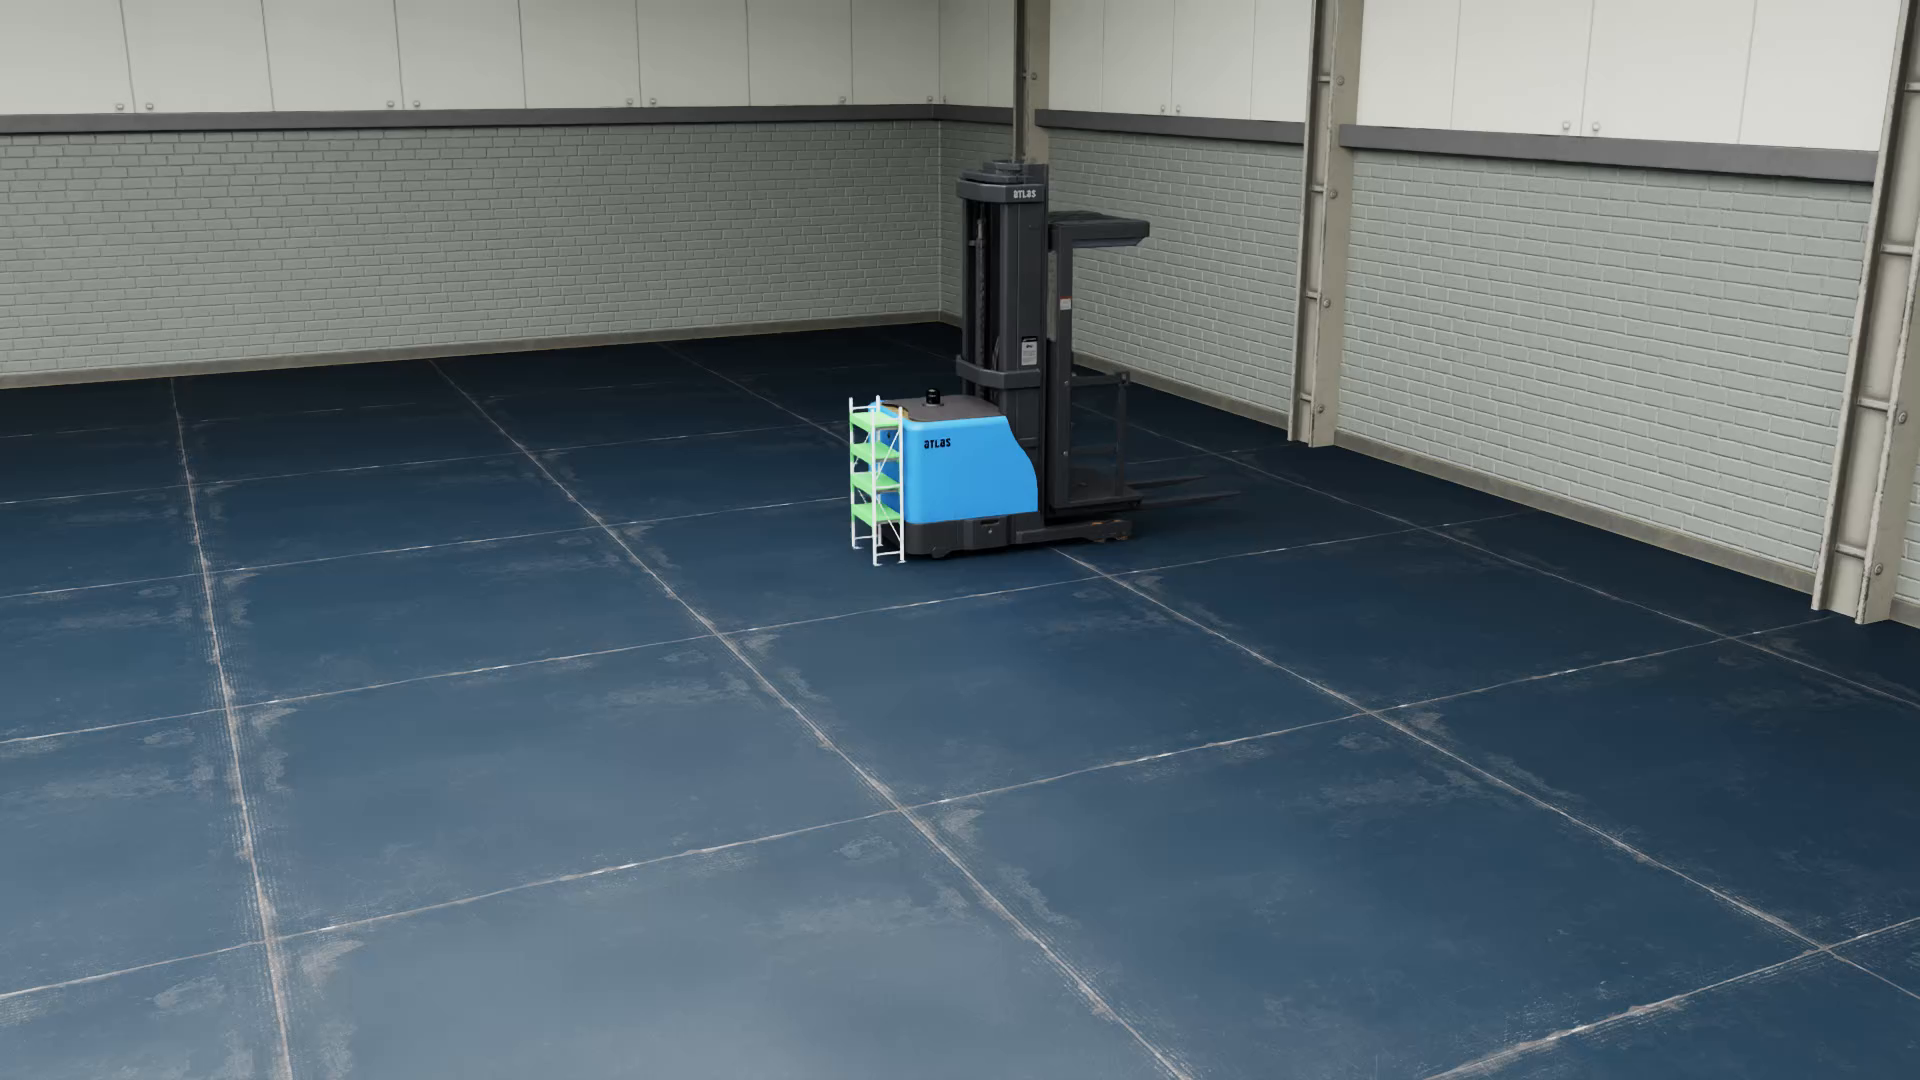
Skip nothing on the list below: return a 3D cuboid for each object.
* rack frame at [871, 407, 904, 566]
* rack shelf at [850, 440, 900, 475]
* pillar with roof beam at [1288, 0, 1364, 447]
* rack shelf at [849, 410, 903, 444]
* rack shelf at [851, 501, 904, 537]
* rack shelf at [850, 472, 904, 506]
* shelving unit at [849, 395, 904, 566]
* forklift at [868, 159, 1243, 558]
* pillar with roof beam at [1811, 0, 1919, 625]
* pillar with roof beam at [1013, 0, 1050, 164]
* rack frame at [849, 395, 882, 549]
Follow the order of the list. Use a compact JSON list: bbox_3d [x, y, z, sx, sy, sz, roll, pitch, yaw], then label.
[{"bbox_3d":[-0.542,-0.395,12.452,0.240,1.200,0.015,-7,17,-22],"label":"rack frame"},{"bbox_3d":[-0.637,-0.626,12.620,0.258,0.148,0.480,-7,17,-22],"label":"rack shelf"},{"bbox_3d":[-0.344,-4.788,13.620,9.100,9.000,0.400,-8,18,-25],"label":"pillar with roof beam"},{"bbox_3d":[-0.637,-0.857,12.554,0.258,0.148,0.480,-7,17,-22],"label":"rack shelf"},{"bbox_3d":[-0.637,-0.165,12.752,0.258,0.148,0.480,-7,17,-22],"label":"rack shelf"},{"bbox_3d":[-0.637,-0.396,12.686,0.258,0.148,0.480,-7,17,-22],"label":"rack shelf"},{"bbox_3d":[-0.637,-0.457,12.669,0.258,1.200,0.503,-7,17,-22],"label":"shelving unit"},{"bbox_3d":[0.826,-1.511,13.204,3.031,2.935,1.130,-6,17,-21],"label":"forklift"},{"bbox_3d":[2.285,-3.300,8.436,9.100,9.000,0.400,-8,18,-25],"label":"pillar with roof beam"},{"bbox_3d":[-2.972,-6.275,18.804,9.100,9.000,0.400,-8,18,-25],"label":"pillar with roof beam"},{"bbox_3d":[-0.731,-0.519,12.885,0.240,1.200,0.015,-7,17,-22],"label":"rack frame"}]
